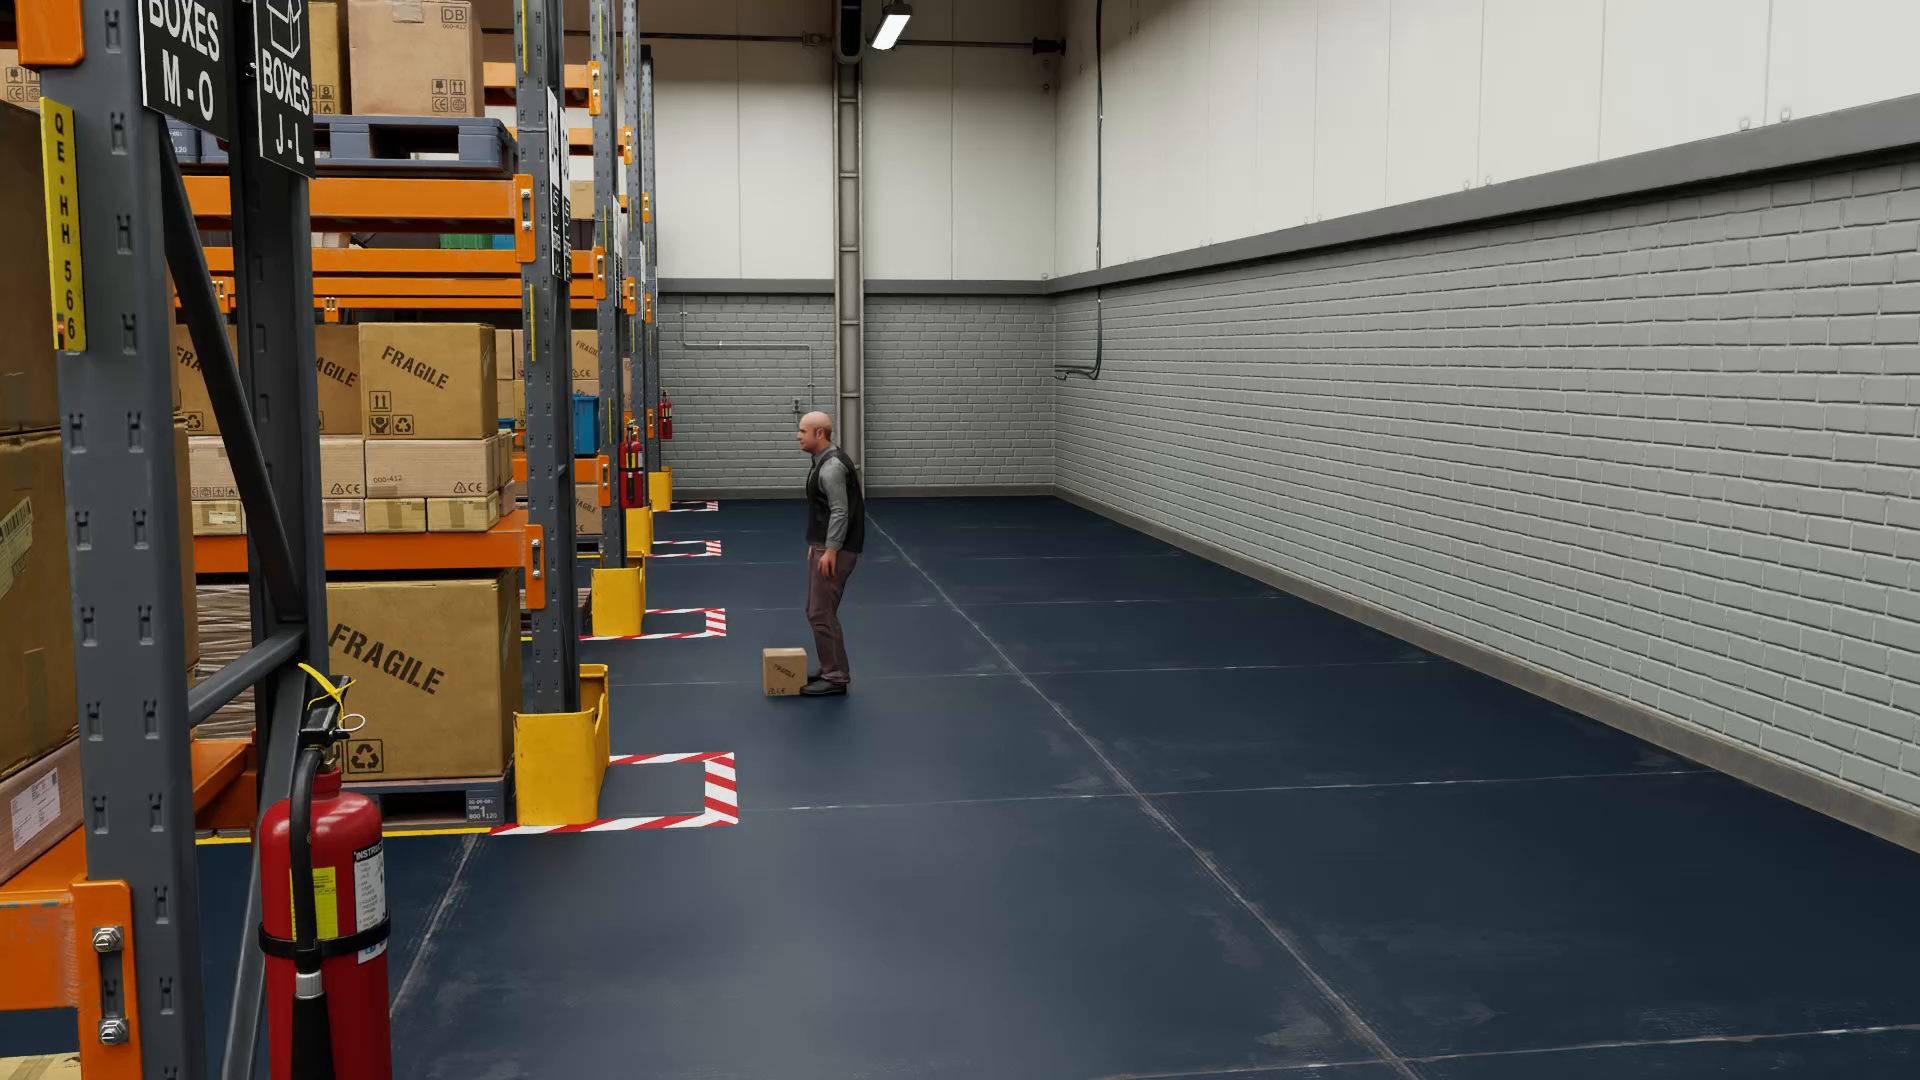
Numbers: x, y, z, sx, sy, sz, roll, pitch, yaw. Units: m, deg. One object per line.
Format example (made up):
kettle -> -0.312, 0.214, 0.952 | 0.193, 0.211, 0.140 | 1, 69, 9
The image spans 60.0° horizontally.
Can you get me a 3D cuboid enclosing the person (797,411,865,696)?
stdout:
person -> -0.797, 0.073, 10.174 | 0.426, 1.719, 0.584 | -1, 7, -12
